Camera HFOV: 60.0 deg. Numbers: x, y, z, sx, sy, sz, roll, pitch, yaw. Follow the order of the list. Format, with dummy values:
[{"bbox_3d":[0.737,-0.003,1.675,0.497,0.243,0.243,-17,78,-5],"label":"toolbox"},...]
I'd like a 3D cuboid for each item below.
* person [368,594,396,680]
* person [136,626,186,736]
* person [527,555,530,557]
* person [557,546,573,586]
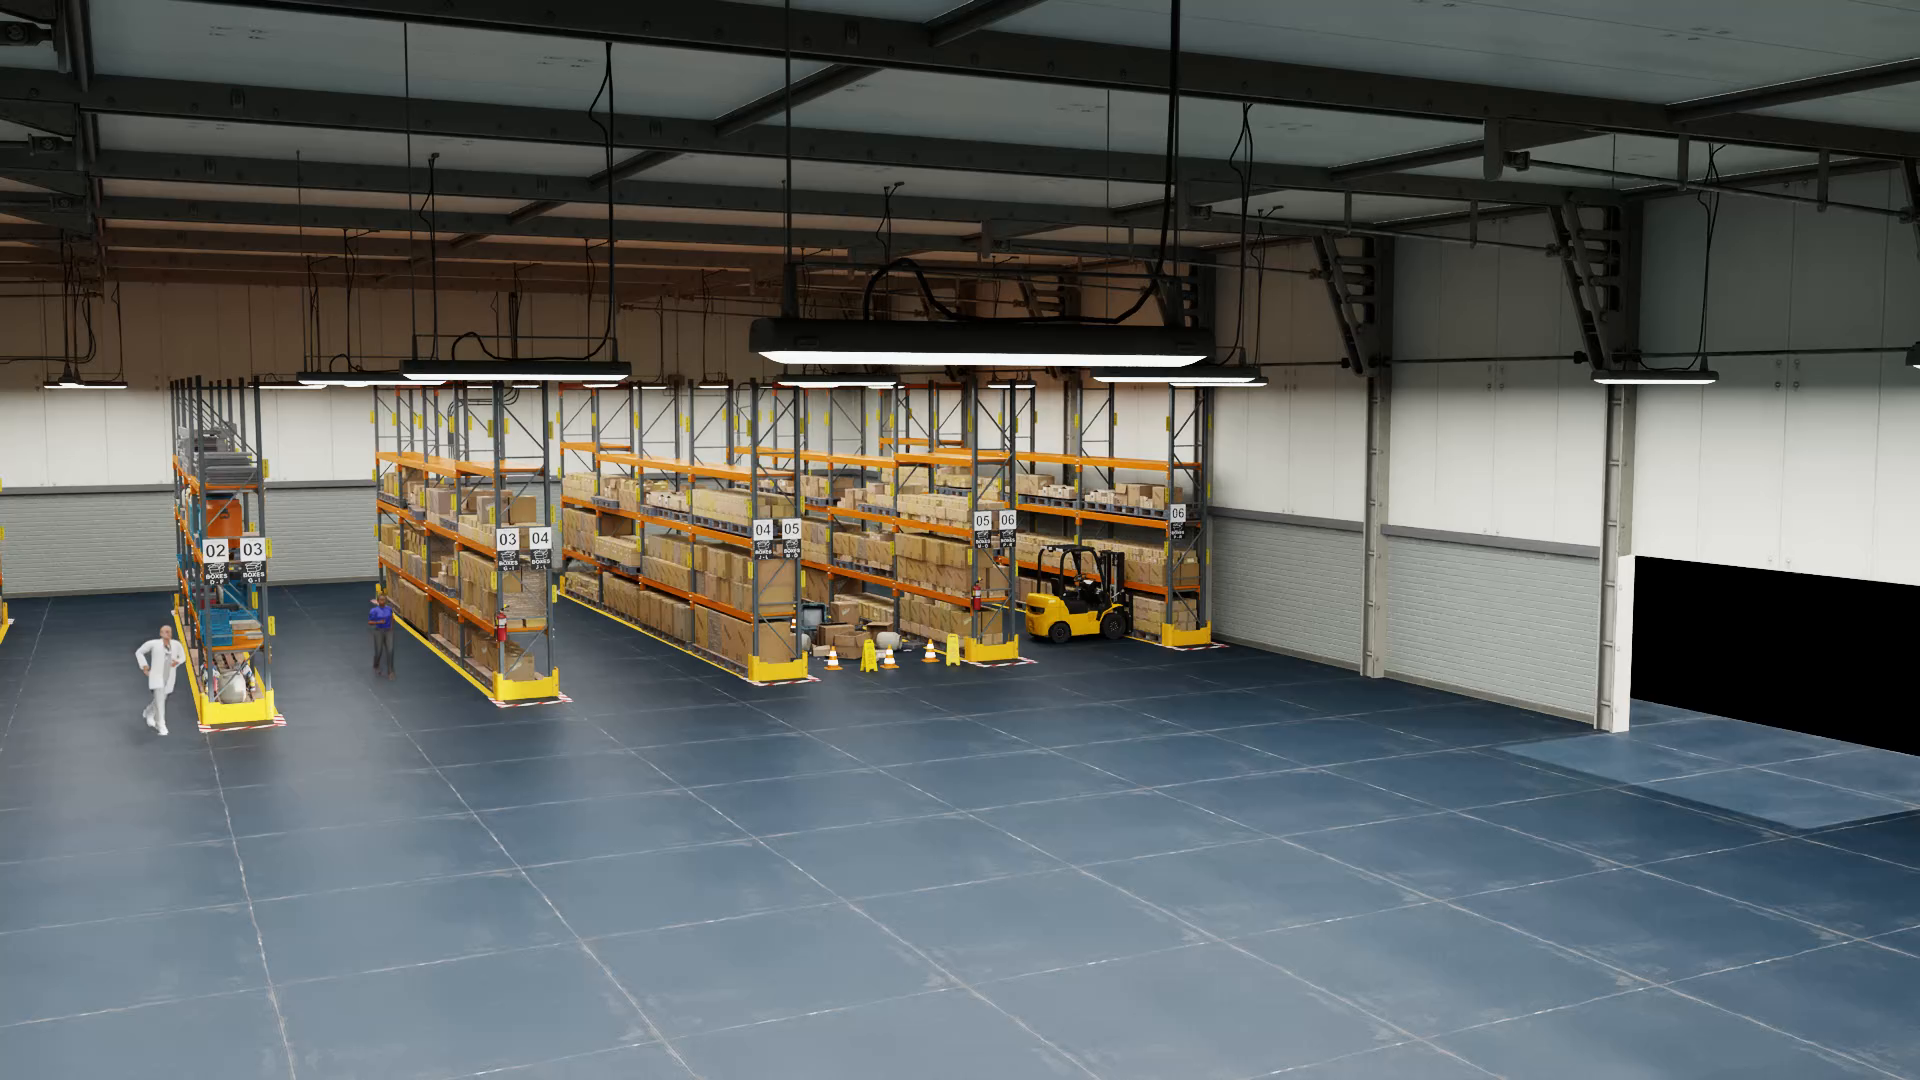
[{"bbox_3d":[-11.532,1.920,33.226,0.570,1.679,0.850,-4,6,-36],"label":"person"},{"bbox_3d":[-13.480,2.344,28.153,1.011,1.799,0.745,4,7,40],"label":"person"},{"bbox_3d":[-12.404,0.783,46.532,0.770,1.637,0.563,2,5,17],"label":"person"},{"bbox_3d":[-11.574,0.577,48.690,0.543,1.632,0.724,0,5,4],"label":"person"}]
